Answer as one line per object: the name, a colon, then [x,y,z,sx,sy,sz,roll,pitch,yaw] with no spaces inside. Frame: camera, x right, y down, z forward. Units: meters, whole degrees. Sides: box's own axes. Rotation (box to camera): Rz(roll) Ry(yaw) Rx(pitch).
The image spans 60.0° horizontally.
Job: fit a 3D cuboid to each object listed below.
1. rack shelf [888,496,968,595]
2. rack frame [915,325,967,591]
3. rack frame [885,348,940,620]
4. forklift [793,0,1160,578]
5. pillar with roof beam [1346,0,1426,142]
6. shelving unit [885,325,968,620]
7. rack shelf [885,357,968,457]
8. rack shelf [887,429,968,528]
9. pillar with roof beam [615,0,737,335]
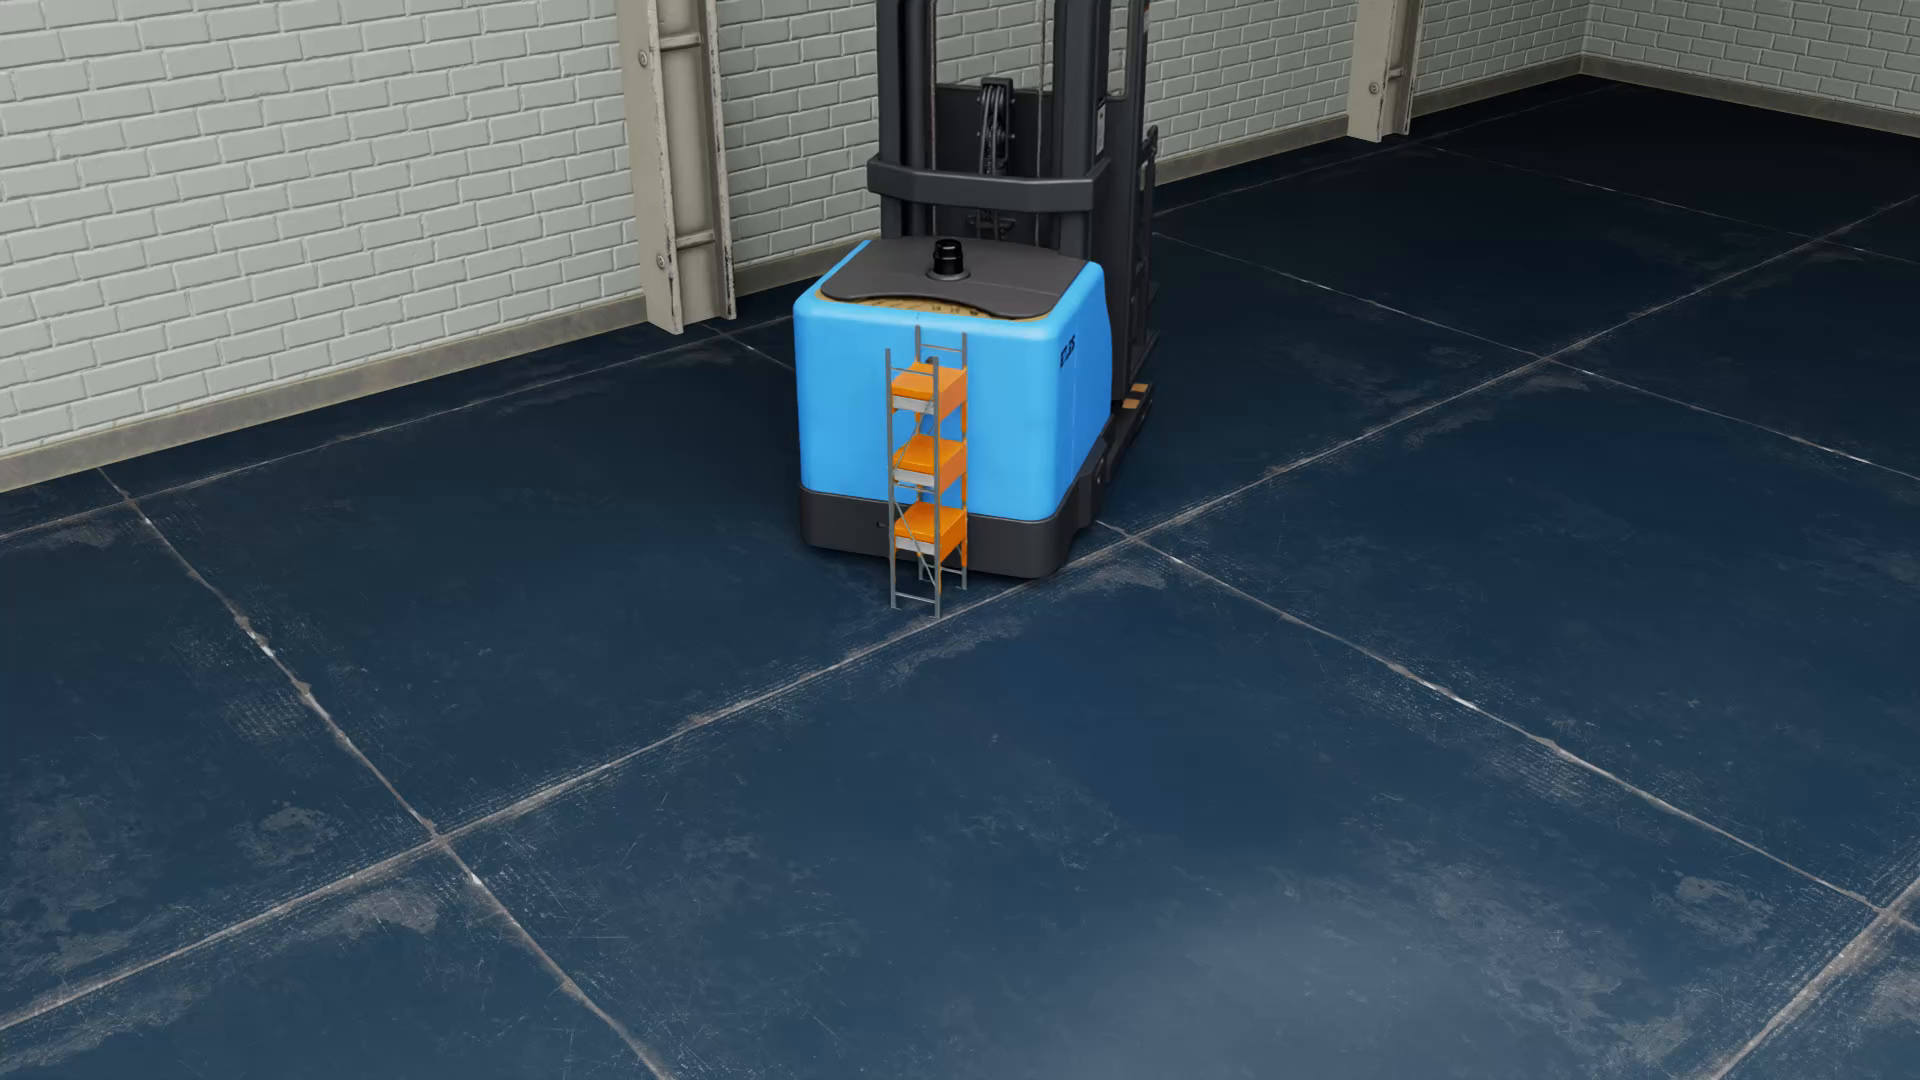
rack shelf: [-0.117,0.018,6.215,0.215,0.259,0.240,12,30,21]
rack frame: [-0.068,-0.289,6.177,0.200,1.050,0.008,12,30,21]
rack frame: [-0.167,-0.184,5.981,0.200,1.050,0.008,12,30,21]
forklift: [0.285,-1.825,7.055,1.130,2.935,3.031,8,29,15]
pillar with roof beam: [5.905,-5.459,7.418,0.400,9.000,9.100,-22,35,-35]
shelving unit: [-0.117,-0.237,6.079,0.215,1.050,0.252,12,30,21]
rack shelf: [-0.117,-0.478,5.950,0.215,0.259,0.240,12,30,21]
rack shelf: [-0.117,-0.227,6.084,0.215,0.259,0.240,12,30,21]
pillar with roof beam: [1.341,-3.624,3.983,0.400,9.000,9.100,-22,35,-35]
